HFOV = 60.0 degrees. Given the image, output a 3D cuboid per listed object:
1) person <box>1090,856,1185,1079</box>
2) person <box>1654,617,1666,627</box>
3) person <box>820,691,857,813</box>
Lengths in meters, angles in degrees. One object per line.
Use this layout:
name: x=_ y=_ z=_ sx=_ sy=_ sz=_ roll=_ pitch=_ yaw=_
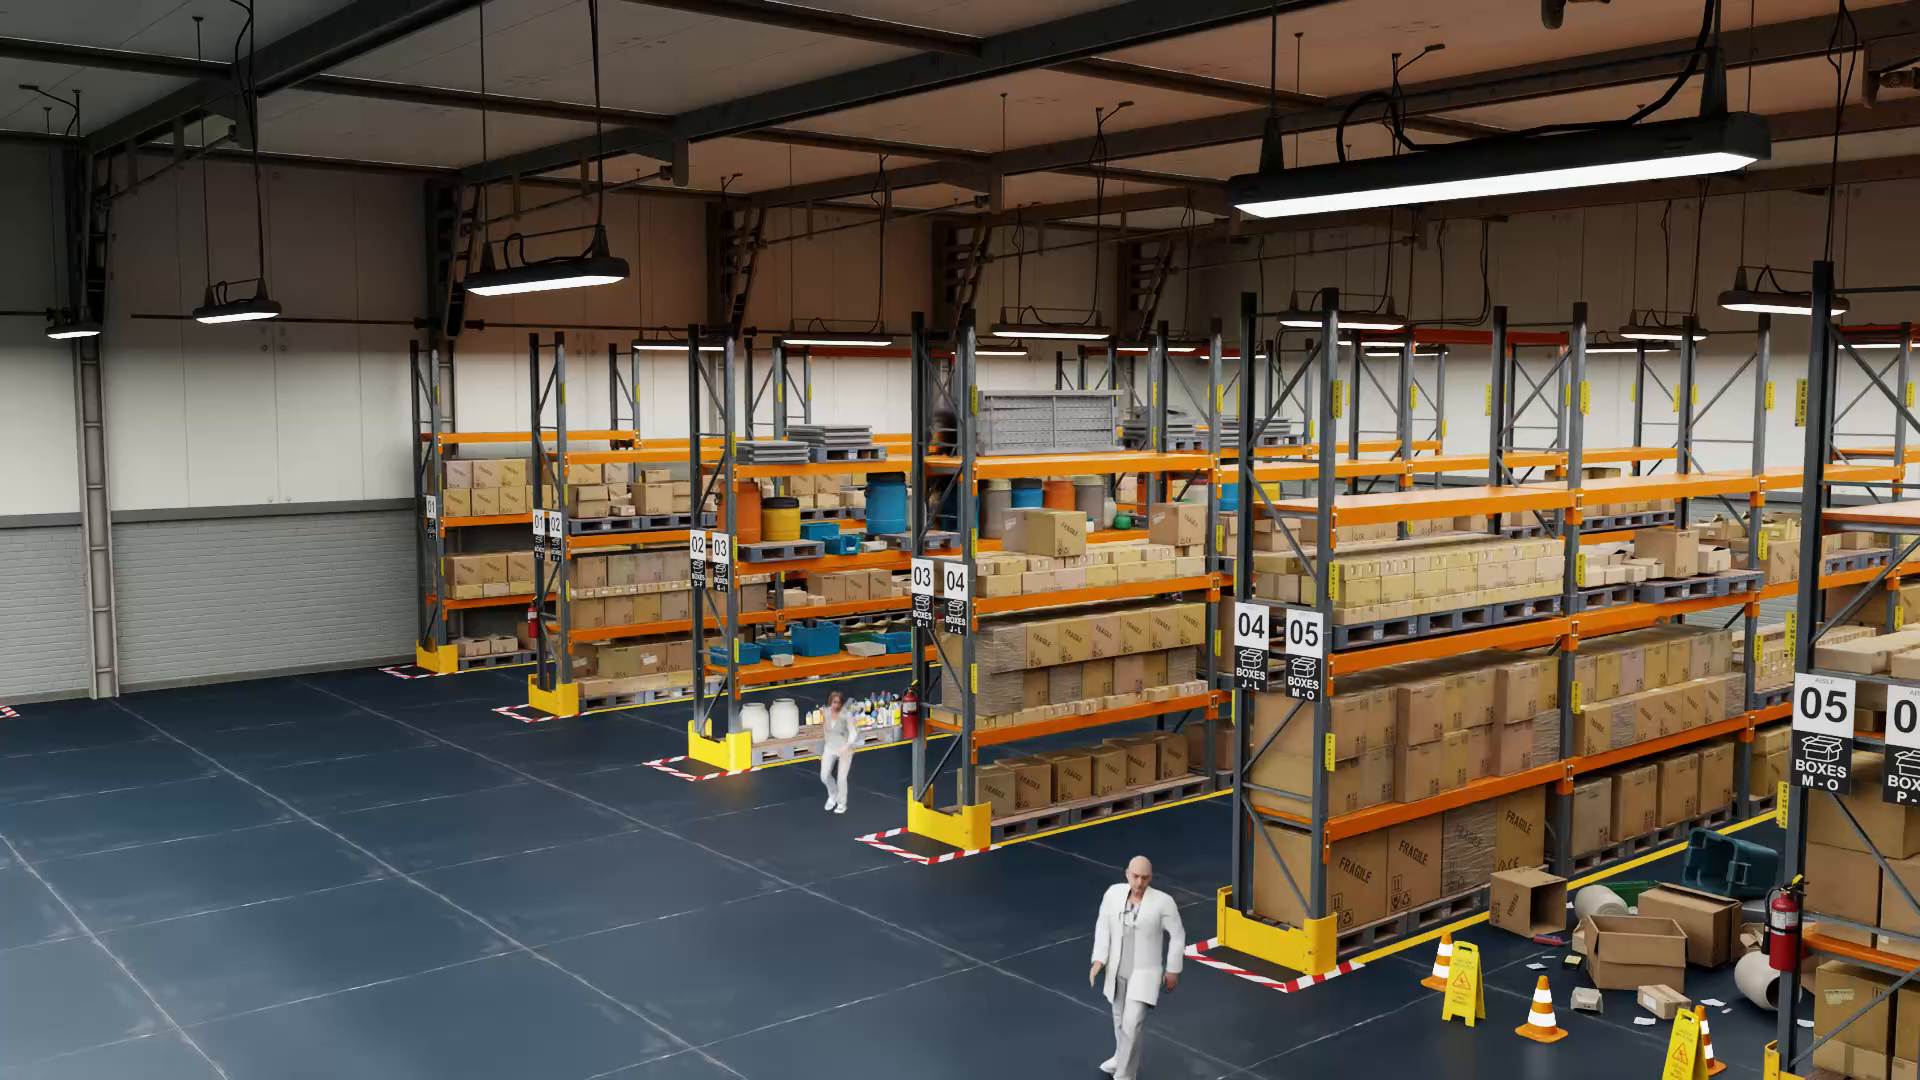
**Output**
person: x=1.279 y=3.149 z=12.112 sx=0.648 sy=1.752 sz=0.795 roll=3 pitch=6 yaw=31
person: x=10.771 y=1.955 z=25.591 sx=0.688 sy=1.691 sz=0.707 roll=-3 pitch=6 yaw=-29
person: x=-1.462 y=2.550 z=19.868 sx=0.529 sy=1.539 sz=0.739 roll=1 pitch=5 yaw=14
